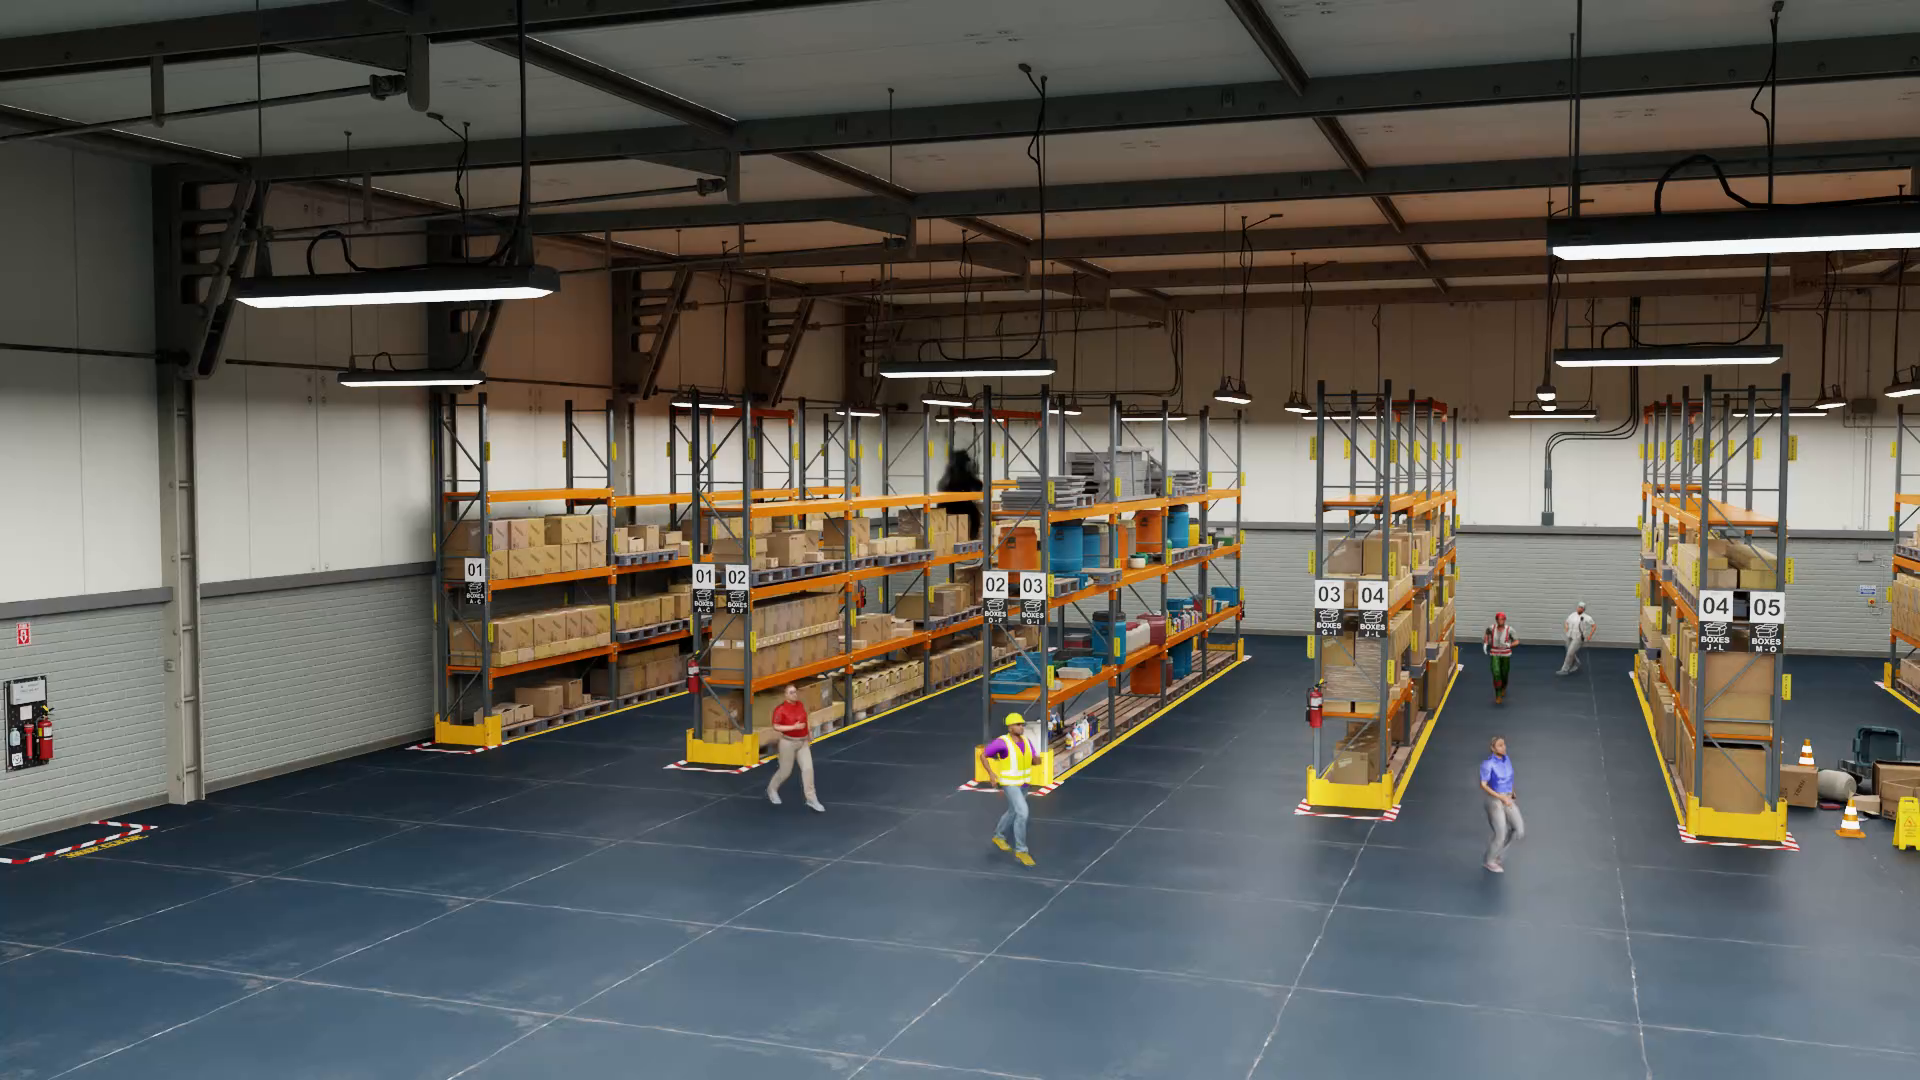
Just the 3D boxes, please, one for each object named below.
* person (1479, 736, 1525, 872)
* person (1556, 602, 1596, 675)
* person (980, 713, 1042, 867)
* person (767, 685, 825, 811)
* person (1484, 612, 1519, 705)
[{"bbox_3d":[6.458,3.149,19.804,0.588,1.606,0.500,-2,4,-31],"label":"person"},{"bbox_3d":[13.732,2.194,37.127,0.915,1.609,0.659,-2,4,-32],"label":"person"},{"bbox_3d":[0.666,3.023,20.372,0.820,1.821,0.677,3,4,42],"label":"person"},{"bbox_3d":[-2.304,2.885,23.271,0.669,1.708,1.042,-3,4,-40],"label":"person"},{"bbox_3d":[10.818,2.338,33.262,0.688,1.805,0.990,1,3,25],"label":"person"}]
